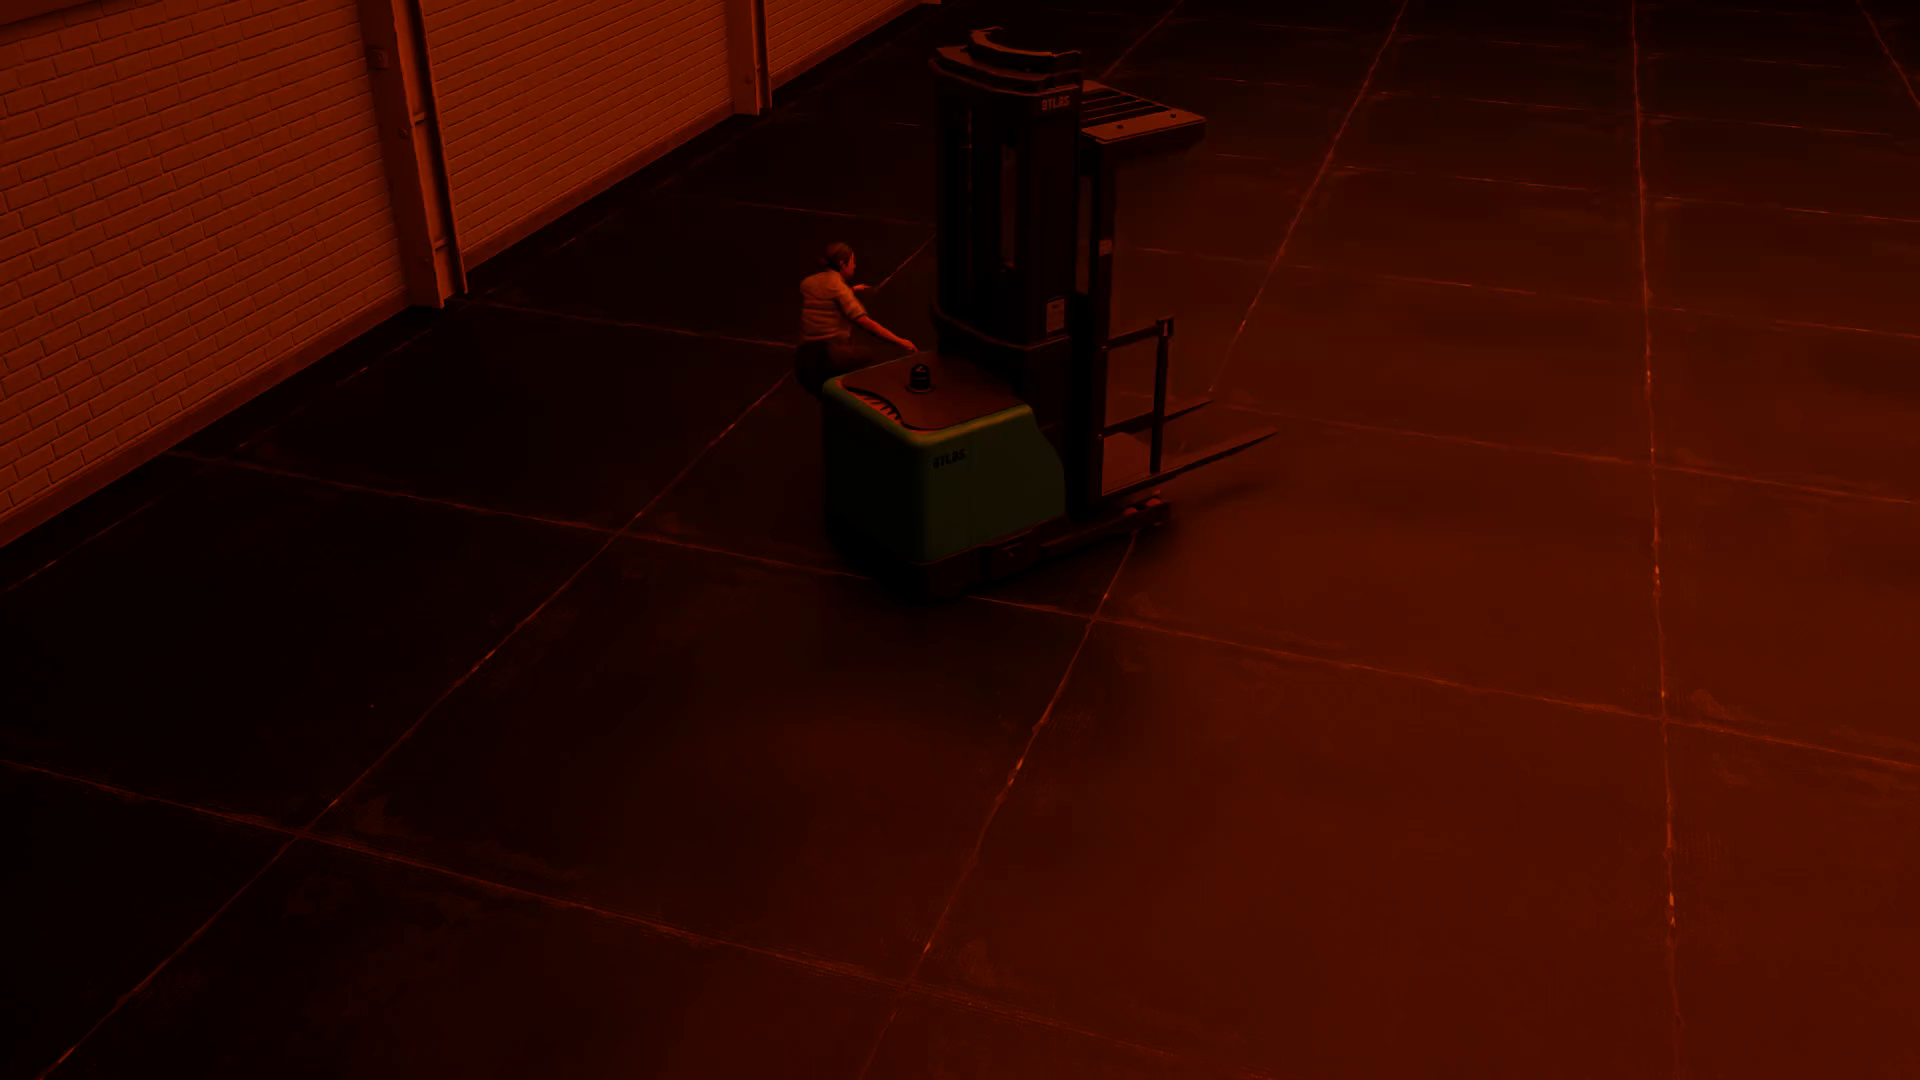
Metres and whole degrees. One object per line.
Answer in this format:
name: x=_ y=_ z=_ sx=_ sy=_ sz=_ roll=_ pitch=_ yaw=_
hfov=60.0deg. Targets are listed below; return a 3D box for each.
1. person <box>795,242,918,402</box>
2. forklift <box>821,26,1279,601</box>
person: x=-0.684 y=-1.210 z=10.804 sx=0.913 sy=1.426 sz=0.854 roll=13 pitch=32 yaw=22
forklift: x=0.679 y=-1.496 z=9.760 sx=3.031 sy=2.935 sz=1.130 roll=-20 pitch=35 yaw=-31
